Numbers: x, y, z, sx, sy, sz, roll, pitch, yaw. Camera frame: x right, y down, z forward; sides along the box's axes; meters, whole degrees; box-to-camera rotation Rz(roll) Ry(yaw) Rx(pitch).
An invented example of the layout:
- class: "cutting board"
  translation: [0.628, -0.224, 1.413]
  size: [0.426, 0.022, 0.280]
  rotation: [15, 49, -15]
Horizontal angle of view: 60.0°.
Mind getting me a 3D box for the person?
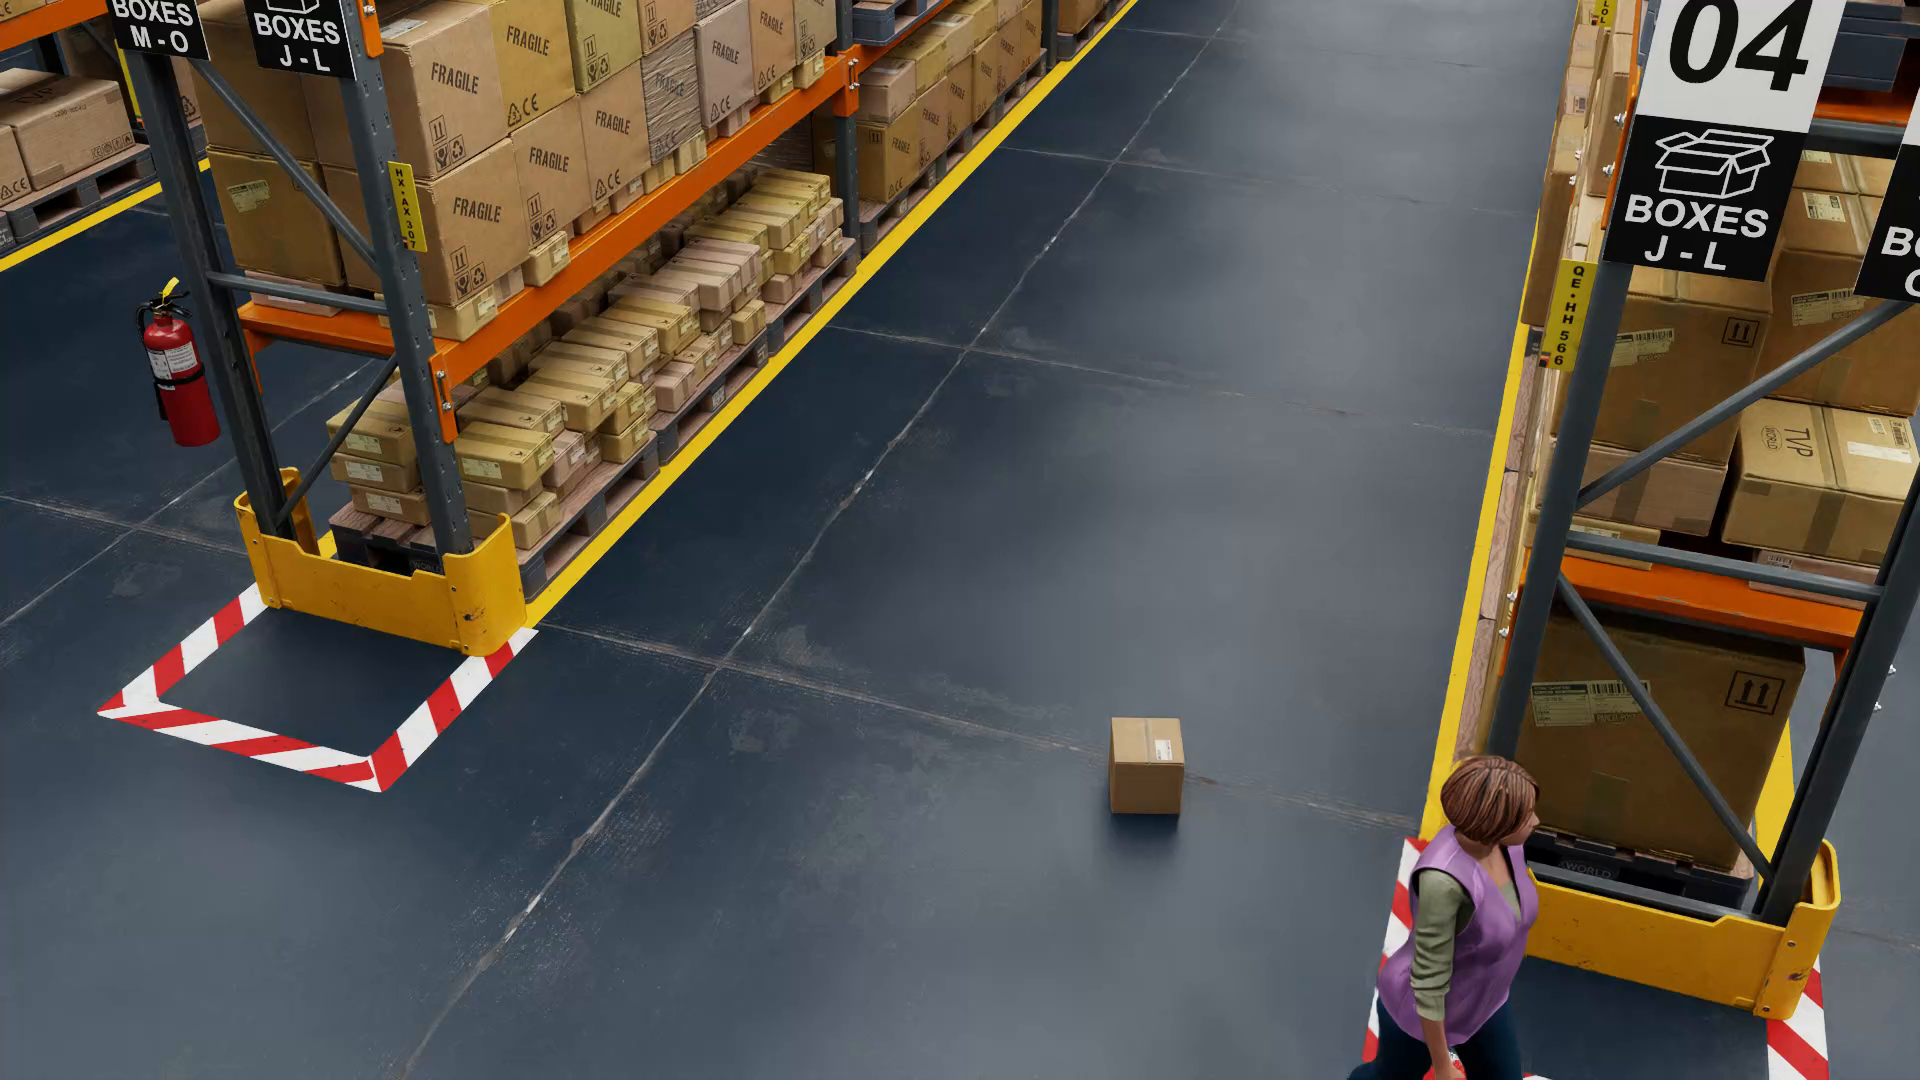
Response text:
- class: "person"
  translation: [1.266, 1.239, 4.313]
  size: [0.458, 1.651, 0.572]
  rotation: [-27, 42, -34]
